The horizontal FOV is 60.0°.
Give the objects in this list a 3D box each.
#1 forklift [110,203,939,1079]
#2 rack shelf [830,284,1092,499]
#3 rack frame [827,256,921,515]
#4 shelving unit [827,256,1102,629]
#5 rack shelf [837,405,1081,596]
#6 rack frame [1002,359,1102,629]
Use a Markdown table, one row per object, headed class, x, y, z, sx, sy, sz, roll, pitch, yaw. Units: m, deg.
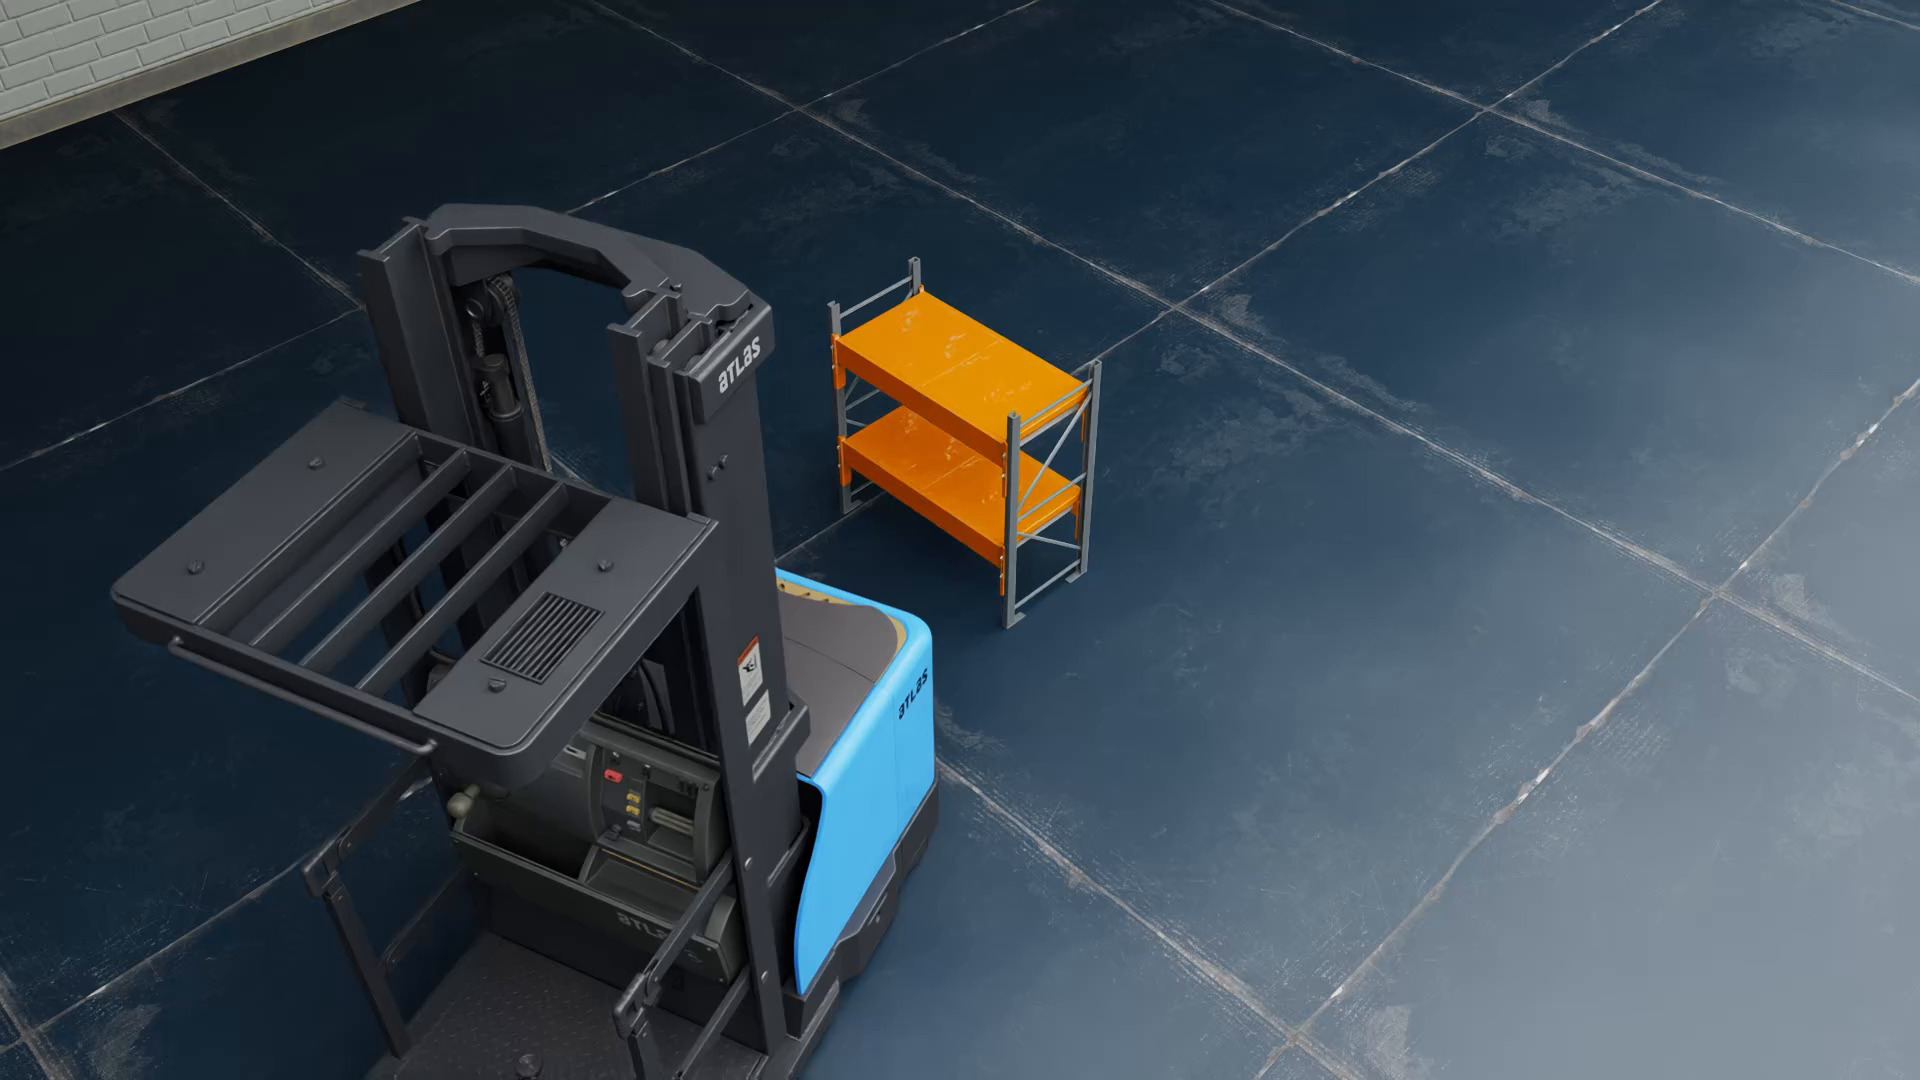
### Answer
| class | x | y | z | sx | sy | sz | roll | pitch | yaw |
| --- | --- | --- | --- | --- | --- | --- | --- | --- | --- |
| forklift | -1.162 | 0.743 | 4.404 | 1.130 | 2.935 | 3.031 | 18 | 46 | 18 |
| rack shelf | 0.005 | -0.625 | 6.783 | 0.538 | 0.278 | 1.000 | -34 | 53 | -31 |
| rack frame | -0.354 | -0.654 | 7.246 | 0.500 | 1.125 | 0.032 | -34 | 53 | -31 |
| shelving unit | 0.005 | -0.410 | 6.982 | 0.538 | 1.125 | 1.048 | -34 | 53 | -31 |
| rack shelf | 0.005 | -0.230 | 7.148 | 0.538 | 0.278 | 1.000 | -34 | 53 | -31 |
| rack frame | 0.364 | -0.166 | 6.718 | 0.500 | 1.125 | 0.032 | -34 | 53 | -31 |
